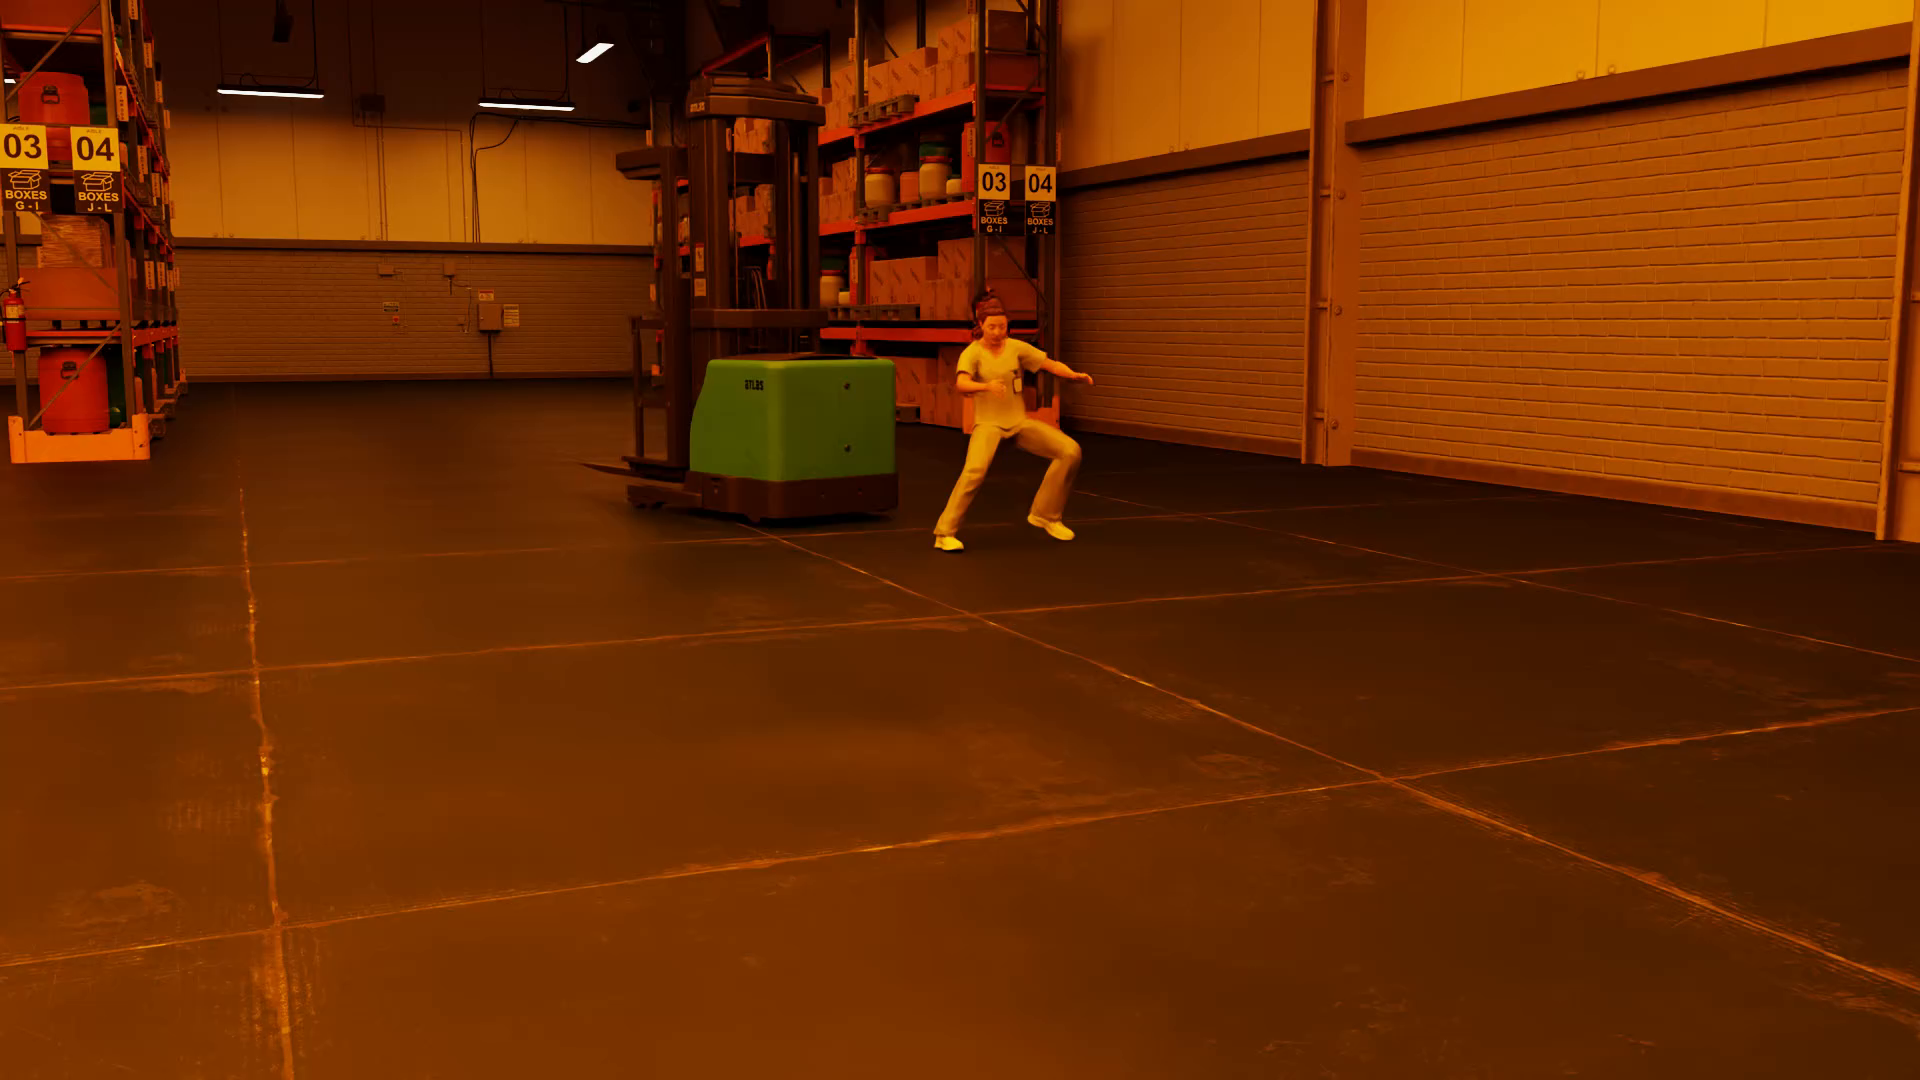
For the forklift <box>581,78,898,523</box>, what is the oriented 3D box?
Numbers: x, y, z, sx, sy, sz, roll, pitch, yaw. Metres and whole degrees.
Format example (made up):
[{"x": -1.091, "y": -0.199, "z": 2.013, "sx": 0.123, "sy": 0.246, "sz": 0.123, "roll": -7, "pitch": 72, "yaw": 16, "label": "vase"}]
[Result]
[{"x": -1.744, "y": -1.707, "z": 11.889, "sx": 1.130, "sy": 2.935, "sz": 3.031, "roll": -6, "pitch": 10, "yaw": -39, "label": "forklift"}]

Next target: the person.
[{"x": 0.287, "y": -0.693, "z": 9.809, "sx": 0.926, "sy": 1.462, "sz": 0.691, "roll": -2, "pitch": 8, "yaw": -18, "label": "person"}]
